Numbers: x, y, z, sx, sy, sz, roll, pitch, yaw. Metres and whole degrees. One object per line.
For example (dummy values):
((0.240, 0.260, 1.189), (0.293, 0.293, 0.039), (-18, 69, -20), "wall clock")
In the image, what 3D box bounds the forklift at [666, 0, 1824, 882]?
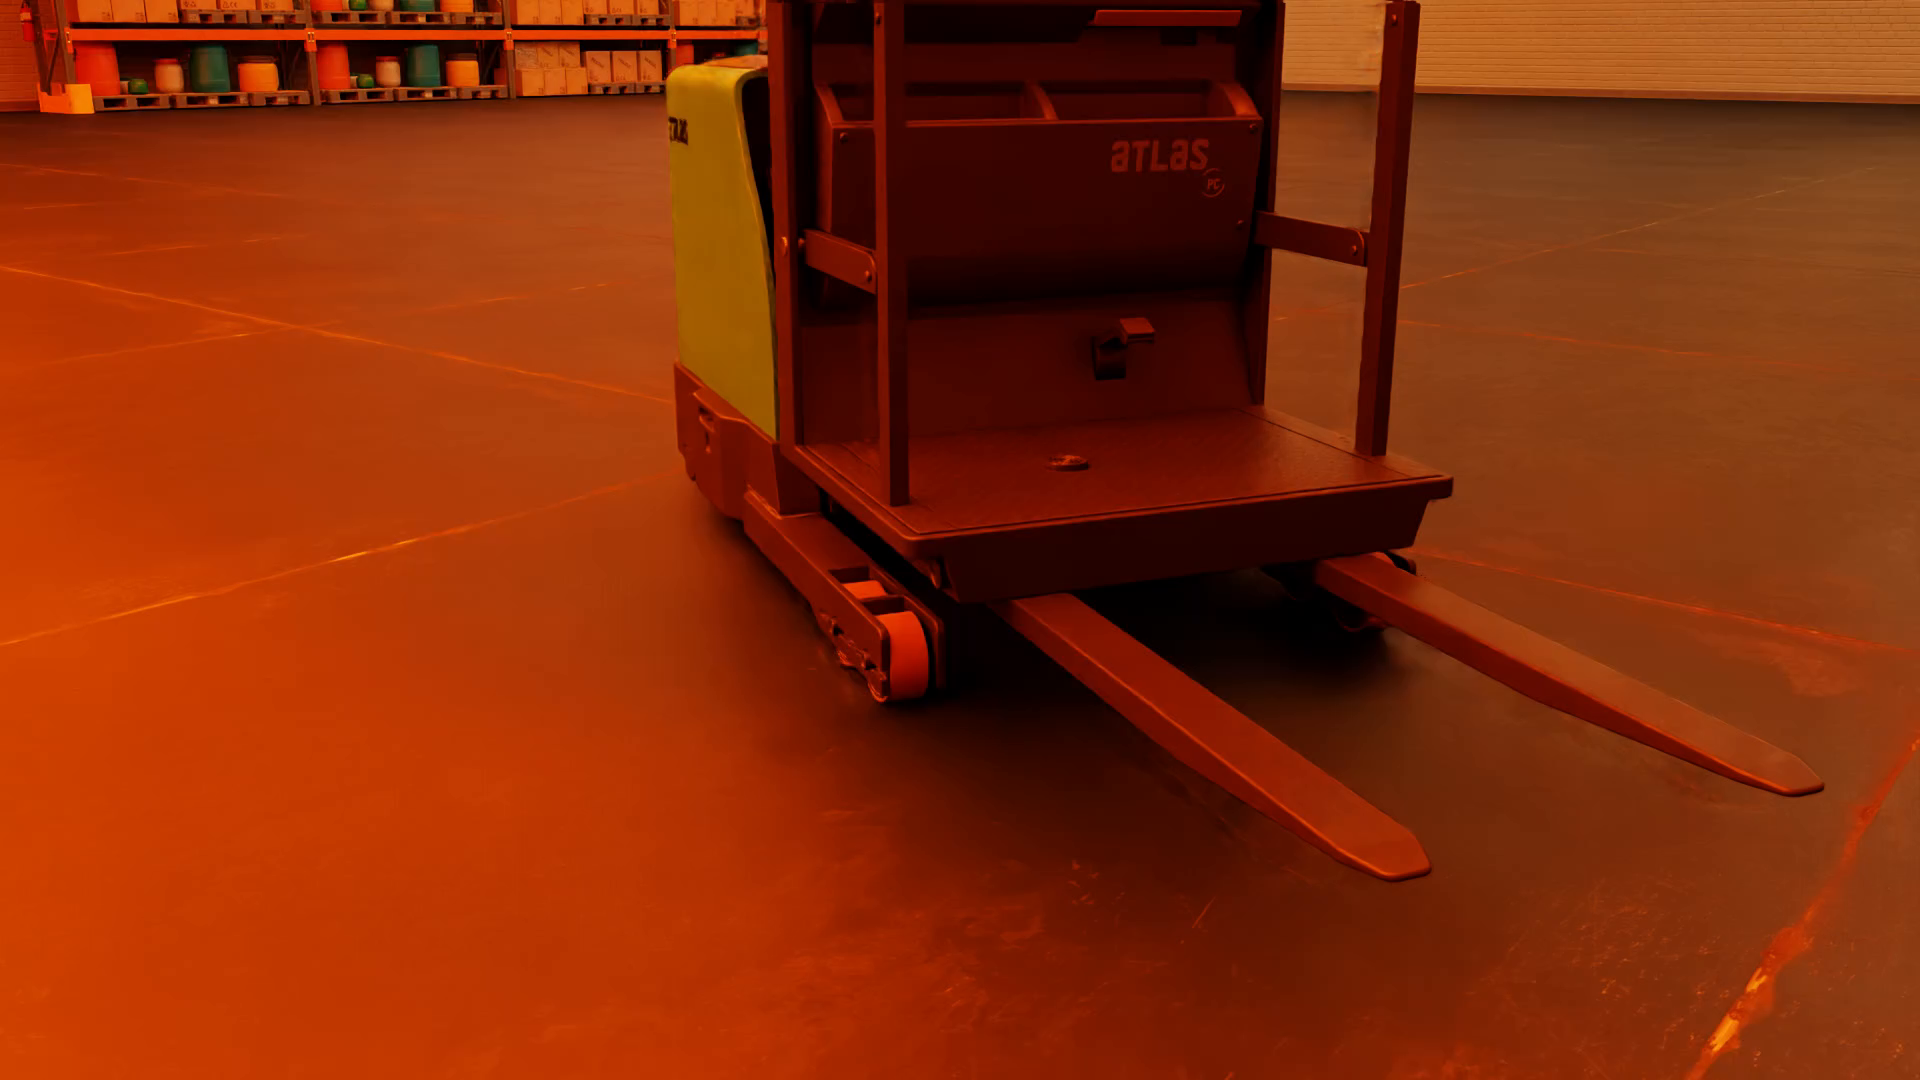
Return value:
((0.247, -1.247, 3.003), (1.130, 2.935, 3.031), (-7, 18, -21), "forklift")
